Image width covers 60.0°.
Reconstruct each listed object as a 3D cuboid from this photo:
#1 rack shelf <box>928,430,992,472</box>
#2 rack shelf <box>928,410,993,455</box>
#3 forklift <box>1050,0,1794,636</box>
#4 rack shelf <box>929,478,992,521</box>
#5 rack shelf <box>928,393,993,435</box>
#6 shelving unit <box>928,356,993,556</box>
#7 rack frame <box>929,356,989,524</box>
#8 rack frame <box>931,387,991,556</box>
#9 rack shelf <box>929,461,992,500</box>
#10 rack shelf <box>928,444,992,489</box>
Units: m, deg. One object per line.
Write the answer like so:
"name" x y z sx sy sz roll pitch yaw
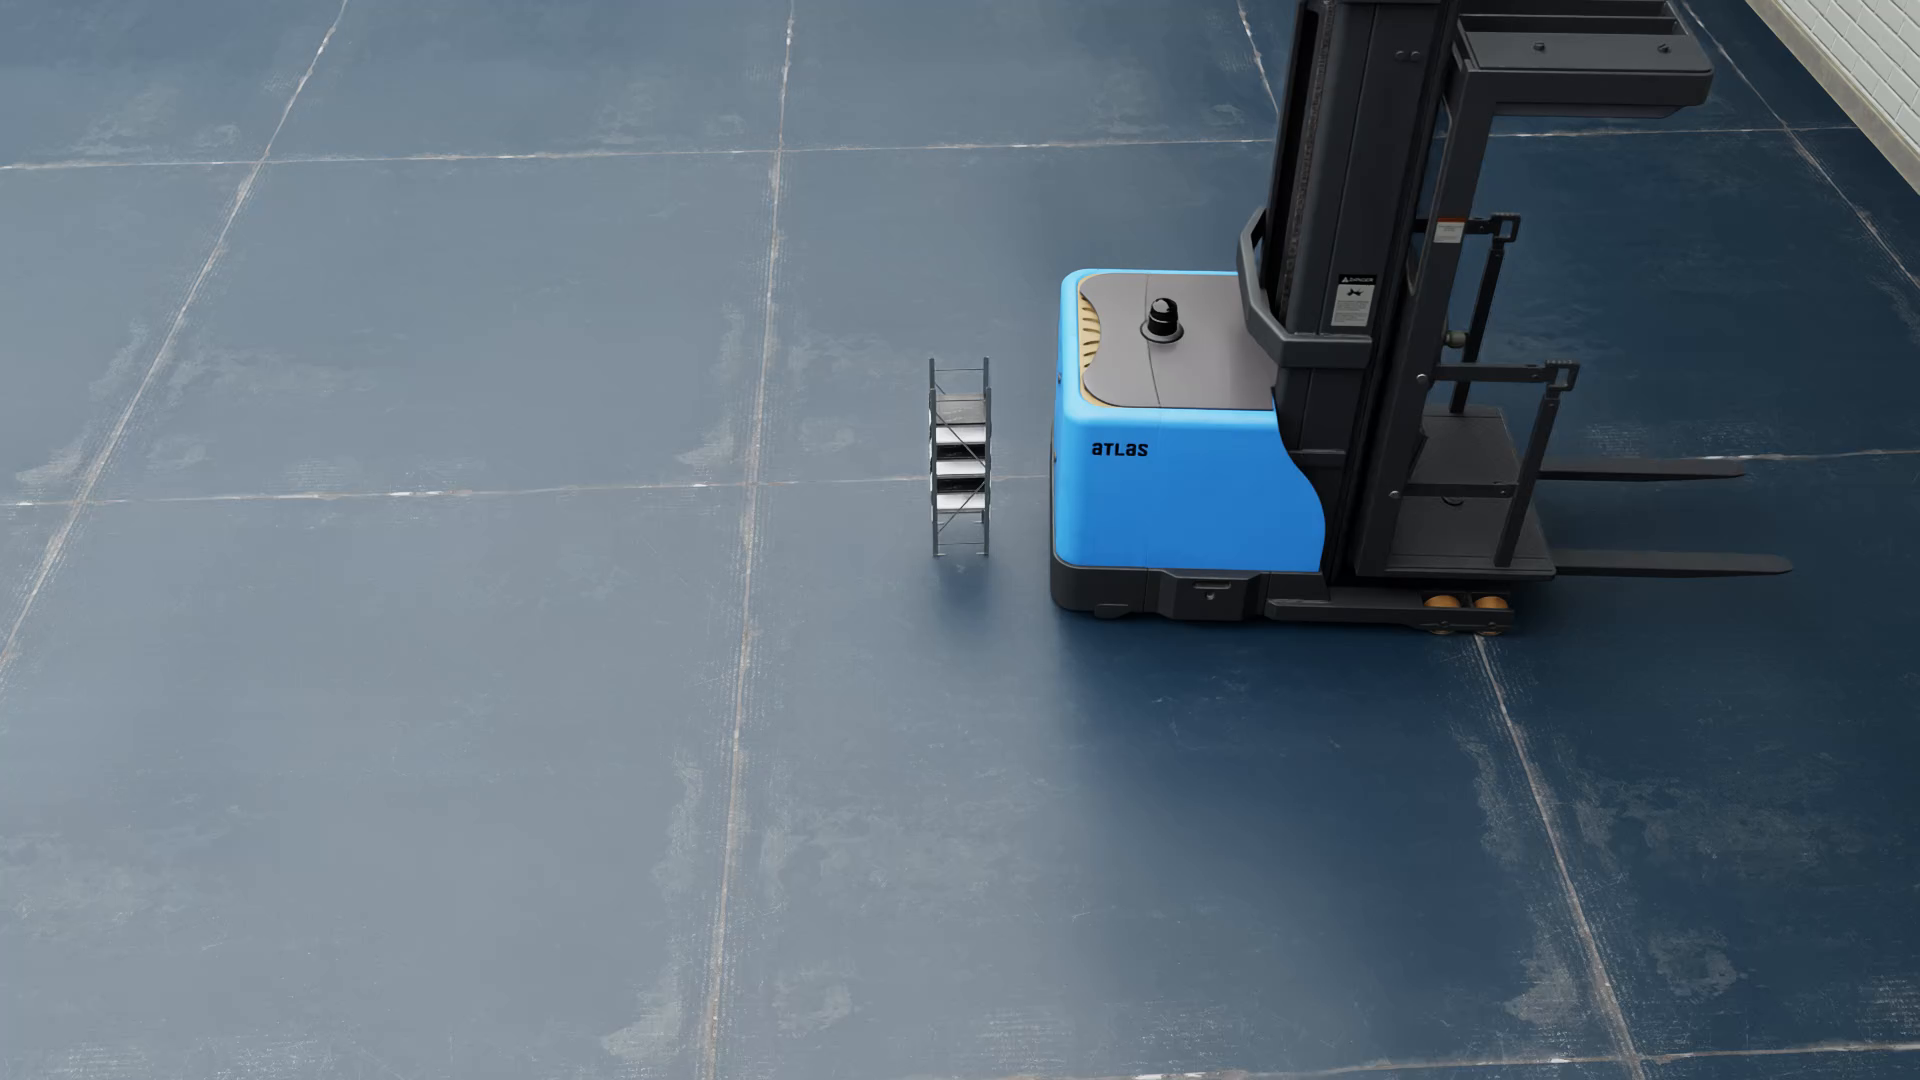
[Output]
"rack shelf" 0.000 -0.379 6.914 0.258 0.077 0.200 -2 43 -2
"rack shelf" 0.000 -0.445 6.853 0.258 0.077 0.200 -2 43 -2
"forklift" 1.905 -1.057 6.234 3.031 2.935 1.130 1 43 2
"rack shelf" 0.000 -0.180 7.096 0.258 0.077 0.200 -2 43 -2
"rack shelf" 0.000 -0.512 6.792 0.258 0.077 0.200 -2 43 -2
"shelving unit" 0.000 -0.337 6.952 0.258 0.900 0.210 -2 43 -2
"rack frame" -0.005 -0.406 7.027 0.240 0.900 0.006 -2 43 -2
"rack frame" 0.004 -0.269 6.877 0.240 0.900 0.006 -2 43 -2
"rack shelf" 0.000 -0.246 7.035 0.258 0.077 0.200 -2 43 -2
"rack shelf" 0.000 -0.313 6.974 0.258 0.077 0.200 -2 43 -2
